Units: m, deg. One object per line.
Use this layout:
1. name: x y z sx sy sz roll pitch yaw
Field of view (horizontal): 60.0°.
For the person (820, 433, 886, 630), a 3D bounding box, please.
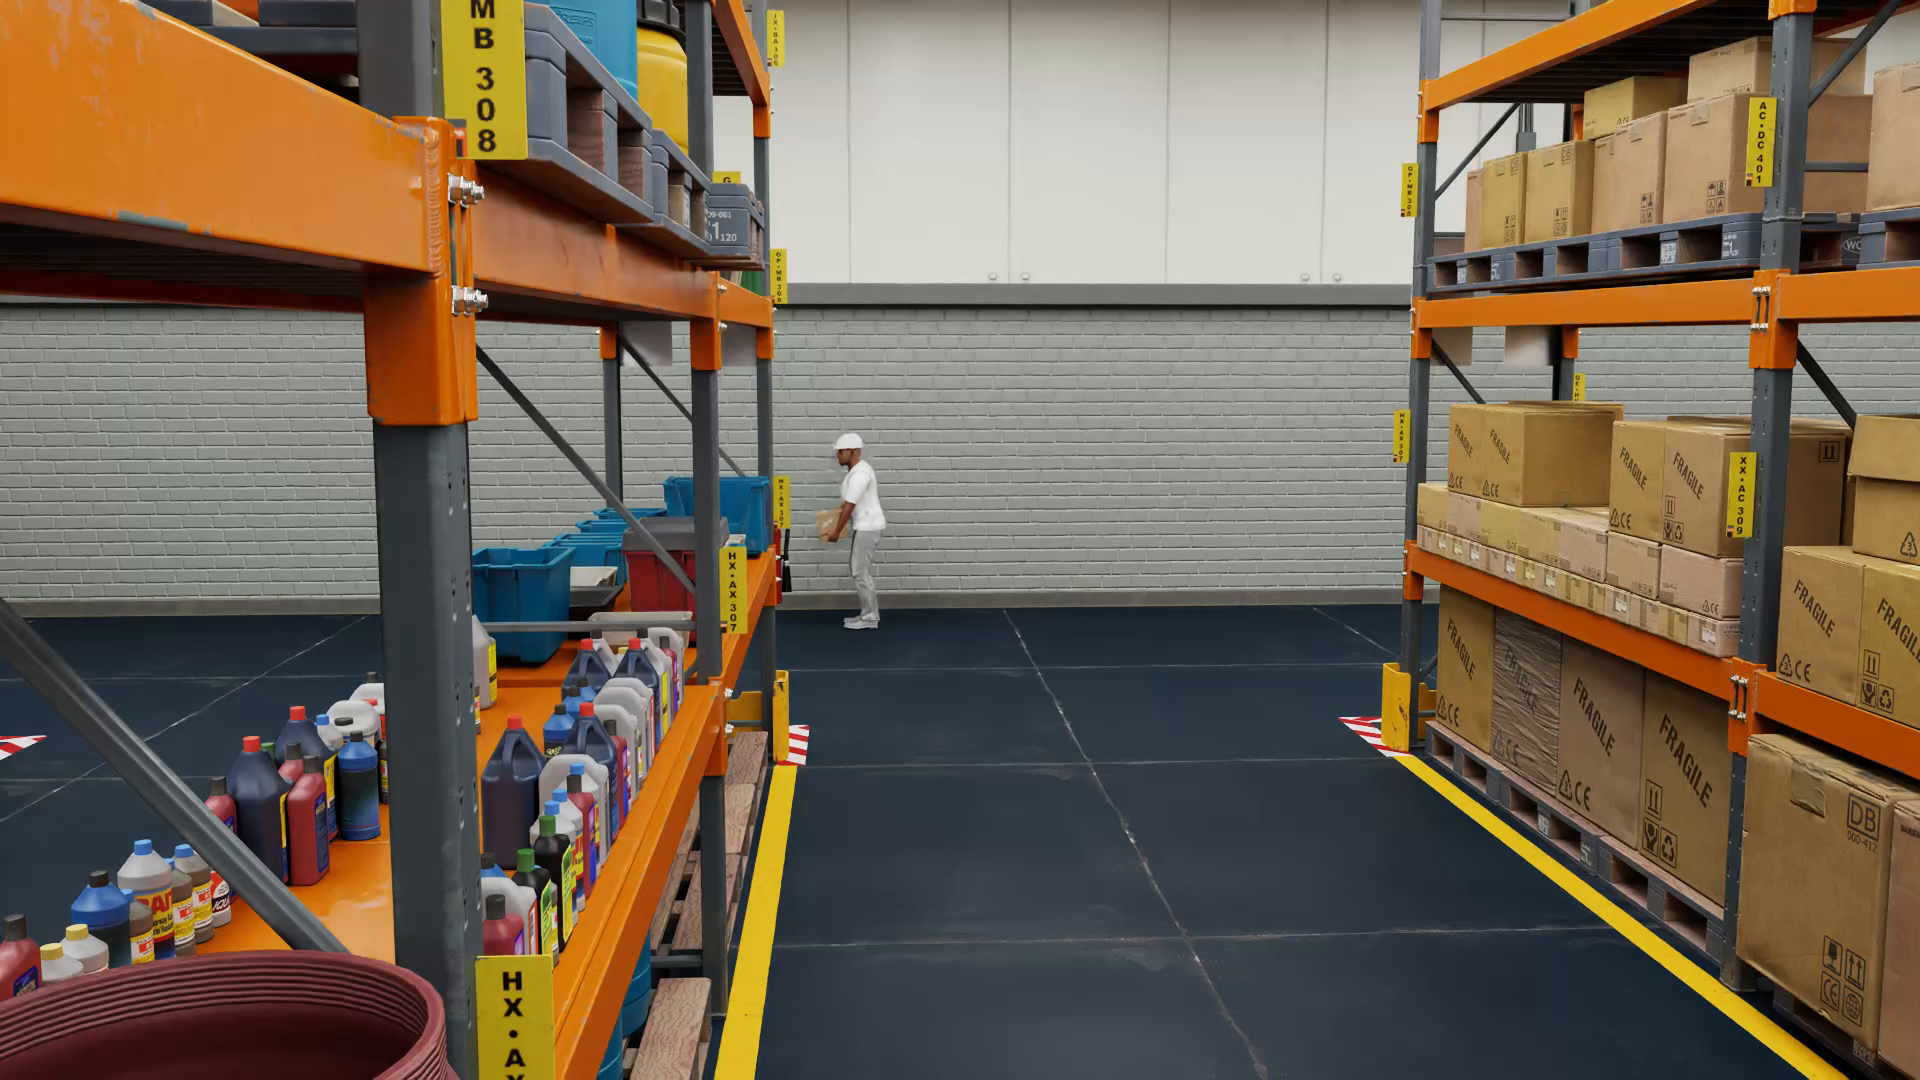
1. person: -0.959 -0.083 14.914 0.592 1.746 0.501 -1 7 -5
